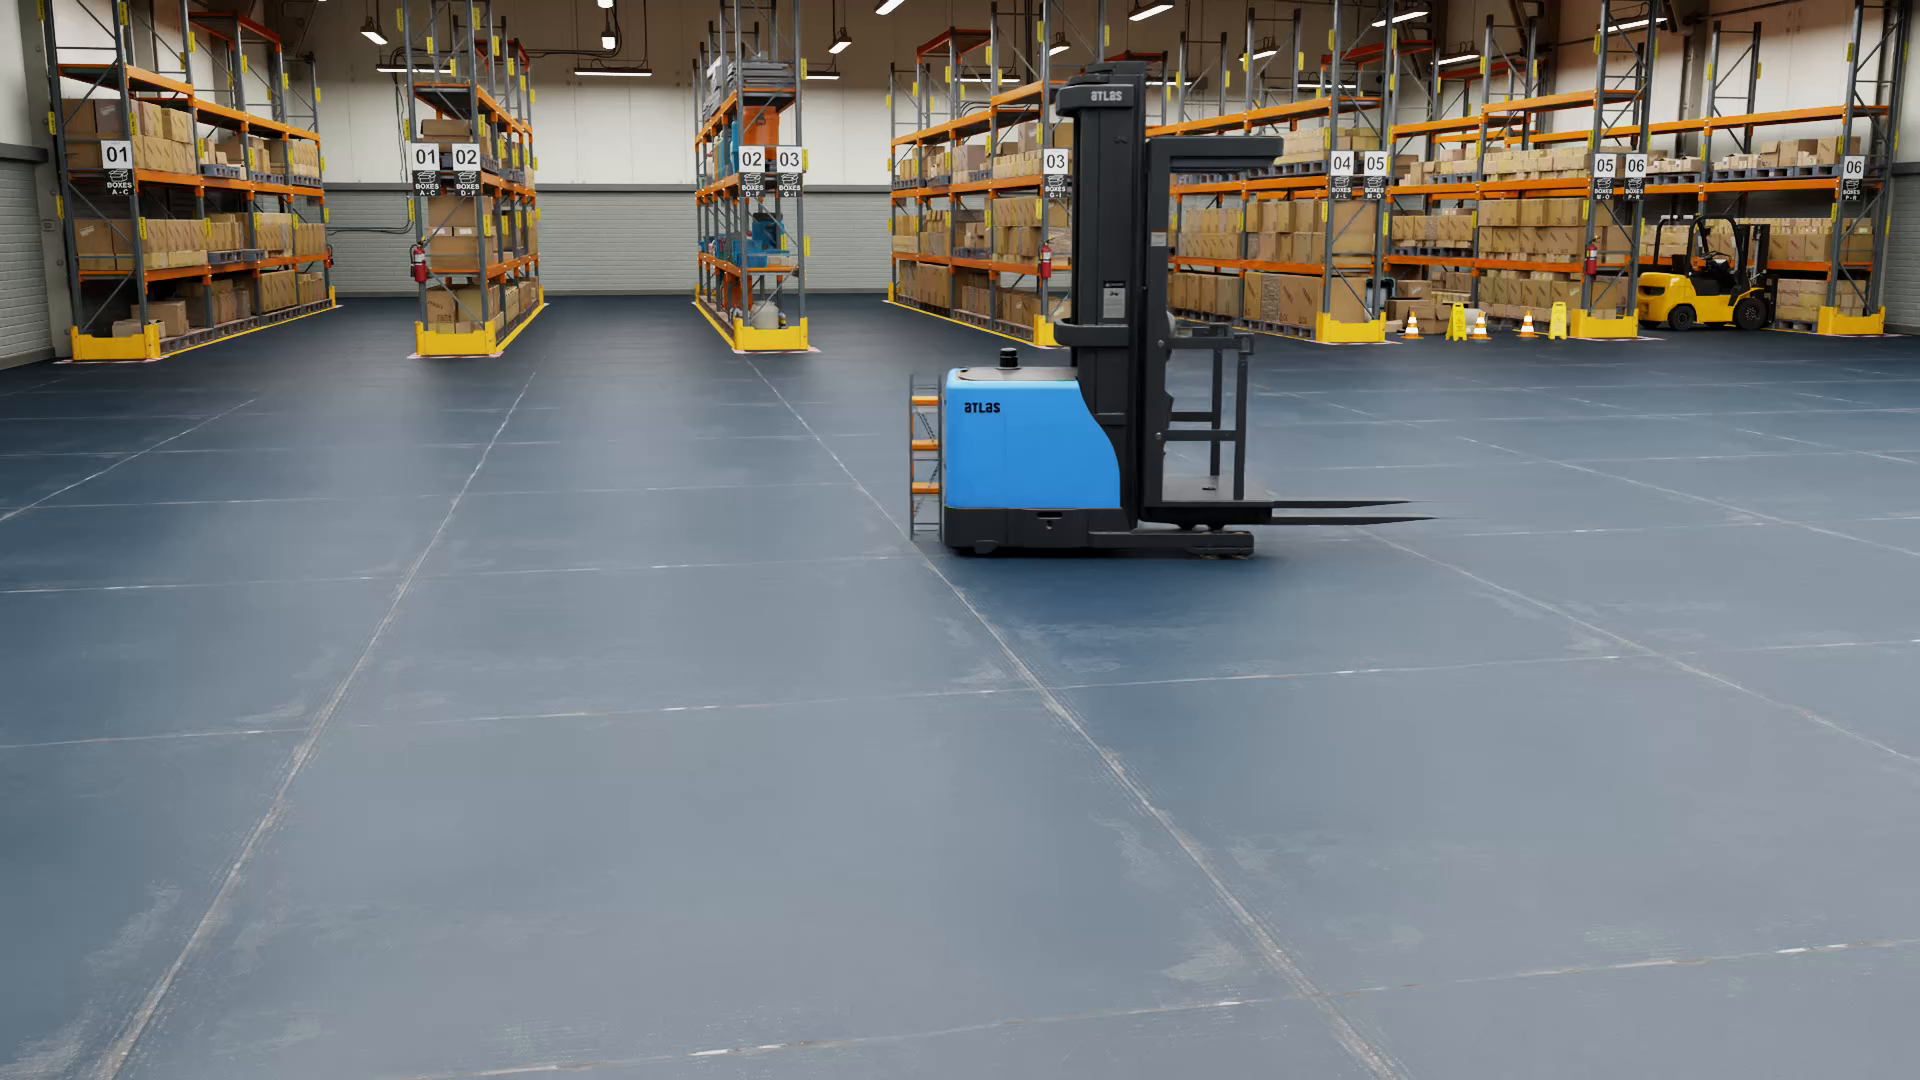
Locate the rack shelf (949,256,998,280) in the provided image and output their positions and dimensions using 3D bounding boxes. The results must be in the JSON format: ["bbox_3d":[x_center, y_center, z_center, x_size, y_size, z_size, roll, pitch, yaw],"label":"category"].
[{"bbox_3d":[0.683,-5.495,33.468,1.077,0.370,4.000,-2,11,-11],"label":"rack shelf"}]

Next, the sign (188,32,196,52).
[{"bbox_3d":[-12.969,-8.402,28.065,0.100,0.325,0.005,-2,11,-11],"label":"sign"}]

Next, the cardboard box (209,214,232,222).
[{"bbox_3d":[-14.109,-6.138,31.744,0.380,0.149,0.250,-4,12,-21],"label":"cardboard box"}]

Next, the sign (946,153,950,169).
[{"bbox_3d":[-0.252,-7.963,34.894,0.100,0.325,0.005,-2,11,-11],"label":"sign"}]

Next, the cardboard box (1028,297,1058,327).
[{"bbox_3d":[1.492,-4.065,29.595,0.500,0.500,0.500,-1,11,-6],"label":"cardboard box"}]

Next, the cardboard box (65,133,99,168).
[{"bbox_3d":[-13.056,-5.807,24.842,0.500,0.500,0.500,-1,11,-7],"label":"cardboard box"}]

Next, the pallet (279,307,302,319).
[{"bbox_3d":[-14.837,-4.900,35.875,1.003,0.211,1.213,-2,11,-11],"label":"pallet"}]

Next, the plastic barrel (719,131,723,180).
[{"bbox_3d":[-4.226,-7.227,31.279,0.600,0.901,0.600,0,11,0],"label":"plastic barrel"}]

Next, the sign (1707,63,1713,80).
[{"bbox_3d":[15.131,-9.446,33.548,0.100,0.325,0.005,-2,11,-11],"label":"sign"}]

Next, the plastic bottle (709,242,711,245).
[{"bbox_3d":[-5.664,-6.604,37.684,0.061,0.283,0.133,-2,11,-11],"label":"plastic bottle"}]

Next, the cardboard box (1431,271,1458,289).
[{"bbox_3d":[13.353,-7.088,45.469,0.797,0.503,0.637,-3,11,-13],"label":"cardboard box"}]

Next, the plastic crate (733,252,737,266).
[{"bbox_3d":[-3.520,-4.695,27.739,0.499,0.251,0.408,-2,11,-11],"label":"plastic crate"}]

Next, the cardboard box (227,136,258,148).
[{"bbox_3d":[-14.896,-8.249,34.540,0.500,0.250,0.500,-2,11,-13],"label":"cardboard box"}]

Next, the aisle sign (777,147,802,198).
[{"bbox_3d":[-2.707,-5.842,26.417,0.394,0.787,0.004,-2,11,-11],"label":"aisle sign"}]

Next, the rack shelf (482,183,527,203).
[{"bbox_3d":[-9.813,-7.343,35.153,1.077,0.370,4.000,-2,11,-11],"label":"rack shelf"}]

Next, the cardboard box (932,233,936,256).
[{"bbox_3d":[-0.339,-6.626,37.219,0.500,0.500,0.500,-2,11,-10],"label":"cardboard box"}]

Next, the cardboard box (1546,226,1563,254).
[{"bbox_3d":[11.102,-5.485,30.429,0.500,0.500,0.500,-2,11,-11],"label":"cardboard box"}]

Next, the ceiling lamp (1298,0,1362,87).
[{"bbox_3d":[10.522,-14.446,46.914,2.000,3.185,0.800,-2,11,-11],"label":"ceiling lamp"}]

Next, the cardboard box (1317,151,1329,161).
[{"bbox_3d":[6.337,-6.564,28.420,0.380,0.149,0.250,-2,11,-11],"label":"cardboard box"}]

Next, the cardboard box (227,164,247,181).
[{"bbox_3d":[-13.878,-6.992,31.573,0.500,0.311,0.500,-2,11,-11],"label":"cardboard box"}]

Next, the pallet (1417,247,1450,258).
[{"bbox_3d":[10.440,-6.120,35.340,1.003,0.211,1.213,-2,11,-11],"label":"pallet"}]

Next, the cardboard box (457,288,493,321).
[{"bbox_3d":[-7.853,-3.810,26.919,0.500,0.500,0.500,-2,11,-11],"label":"cardboard box"}]

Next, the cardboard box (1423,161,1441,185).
[{"bbox_3d":[10.339,-7.821,35.467,0.797,0.503,0.637,-2,11,-11],"label":"cardboard box"}]

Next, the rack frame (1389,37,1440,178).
[{"bbox_3d":[10.014,-9.523,36.661,1.000,3.000,0.127,-2,11,-11],"label":"rack frame"}]

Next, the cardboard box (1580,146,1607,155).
[{"bbox_3d":[11.215,-6.901,29.451,0.380,0.149,0.250,-2,11,-10],"label":"cardboard box"}]

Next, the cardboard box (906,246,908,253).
[{"bbox_3d":[-1.115,-7.105,40.676,0.380,0.149,0.250,-2,11,-12],"label":"cardboard box"}]

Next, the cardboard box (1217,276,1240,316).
[{"bbox_3d":[5.748,-4.855,33.076,1.050,0.750,0.750,-2,11,-11],"label":"cardboard box"}]

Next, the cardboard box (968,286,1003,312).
[{"bbox_3d":[0.564,-4.980,34.347,0.700,0.500,0.500,-3,11,-16],"label":"cardboard box"}]

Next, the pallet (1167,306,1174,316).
[{"bbox_3d":[5.028,-5.151,37.193,1.003,0.211,1.213,-2,11,-11],"label":"pallet"}]

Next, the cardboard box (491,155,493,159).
[{"bbox_3d":[-8.958,-7.081,31.133,0.500,0.250,0.500,-3,11,-16],"label":"cardboard box"}]

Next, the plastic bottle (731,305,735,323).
[{"bbox_3d":[-4.037,-4.053,29.877,0.144,0.351,0.185,-2,11,-9],"label":"plastic bottle"}]

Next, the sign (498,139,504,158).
[{"bbox_3d":[-8.102,-6.909,29.356,0.100,0.325,0.005,-2,11,-11],"label":"sign"}]

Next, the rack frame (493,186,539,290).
[{"bbox_3d":[-10.980,-7.323,41.148,1.000,3.000,0.127,-2,11,-11],"label":"rack frame"}]

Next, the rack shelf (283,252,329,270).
[{"bbox_3d":[-15.450,-6.422,38.338,1.077,0.370,4.000,-2,11,-11],"label":"rack shelf"}]

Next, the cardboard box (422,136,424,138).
[{"bbox_3d":[-8.459,-6.397,27.001,0.500,0.311,0.500,-1,11,-4],"label":"cardboard box"}]

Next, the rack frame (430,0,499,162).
[{"bbox_3d":[-8.646,-8.069,29.024,1.000,3.000,0.127,-2,11,-11],"label":"rack frame"}]

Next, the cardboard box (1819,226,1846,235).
[{"bbox_3d":[16.096,-5.711,30.675,0.380,0.149,0.250,-2,11,-10],"label":"cardboard box"}]

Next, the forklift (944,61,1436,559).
[{"bbox_3d":[1.421,-1.423,10.332,3.031,2.935,1.130,0,11,0],"label":"forklift"}]

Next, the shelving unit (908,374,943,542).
[{"bbox_3d":[-0.218,-0.526,10.653,0.215,1.050,0.252,0,11,0],"label":"shelving unit"}]

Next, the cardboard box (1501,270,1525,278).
[{"bbox_3d":[10.710,-5.147,32.207,0.380,0.149,0.250,-2,11,-9],"label":"cardboard box"}]

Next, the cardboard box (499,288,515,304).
[{"bbox_3d":[-8.878,-4.712,32.160,0.500,0.311,0.500,-2,11,-11],"label":"cardboard box"}]

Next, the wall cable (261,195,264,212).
[{"bbox_3d":[-17.015,-7.842,41.156,0.084,1.984,1.851,-2,11,-11],"label":"wall cable"}]

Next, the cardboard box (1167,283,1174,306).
[{"bbox_3d":[4.794,-5.467,36.957,0.500,0.500,0.500,-2,11,-11],"label":"cardboard box"}]

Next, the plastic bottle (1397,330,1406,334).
[{"bbox_3d":[8.204,-3.870,30.868,0.133,0.061,0.283,-6,13,-31],"label":"plastic bottle"}]

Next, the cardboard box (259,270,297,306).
[{"bbox_3d":[-14.807,-5.444,35.904,0.750,0.750,0.750,-2,11,-10],"label":"cardboard box"}]

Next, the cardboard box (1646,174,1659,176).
[{"bbox_3d":[15.275,-8.289,37.210,0.500,0.250,0.500,-2,11,-11],"label":"cardboard box"}]

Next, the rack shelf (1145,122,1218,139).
[{"bbox_3d":[4.790,-9.141,37.650,1.077,0.370,4.000,-2,11,-11],"label":"rack shelf"}]

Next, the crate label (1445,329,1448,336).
[{"bbox_3d":[8.985,-3.773,30.154,0.250,0.136,0.298,-9,14,-40],"label":"crate label"}]

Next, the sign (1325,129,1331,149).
[{"bbox_3d":[6.200,-6.762,28.024,0.100,0.325,0.005,-2,11,-11],"label":"sign"}]

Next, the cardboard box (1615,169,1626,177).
[{"bbox_3d":[11.824,-6.531,29.638,0.380,0.149,0.250,-2,11,-11],"label":"cardboard box"}]

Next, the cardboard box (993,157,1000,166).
[{"bbox_3d":[0.833,-7.006,30.798,0.380,0.149,0.250,-2,11,-13],"label":"cardboard box"}]

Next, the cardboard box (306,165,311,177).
[{"bbox_3d":[-15.227,-8.482,38.226,0.500,0.250,0.500,-2,11,-13],"label":"cardboard box"}]

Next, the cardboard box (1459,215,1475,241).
[{"bbox_3d":[10.477,-6.320,33.692,0.500,0.500,0.500,-2,11,-12],"label":"cardboard box"}]

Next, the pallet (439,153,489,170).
[{"bbox_3d":[-7.980,-5.949,26.144,1.003,0.211,1.213,-2,11,-11],"label":"pallet"}]
